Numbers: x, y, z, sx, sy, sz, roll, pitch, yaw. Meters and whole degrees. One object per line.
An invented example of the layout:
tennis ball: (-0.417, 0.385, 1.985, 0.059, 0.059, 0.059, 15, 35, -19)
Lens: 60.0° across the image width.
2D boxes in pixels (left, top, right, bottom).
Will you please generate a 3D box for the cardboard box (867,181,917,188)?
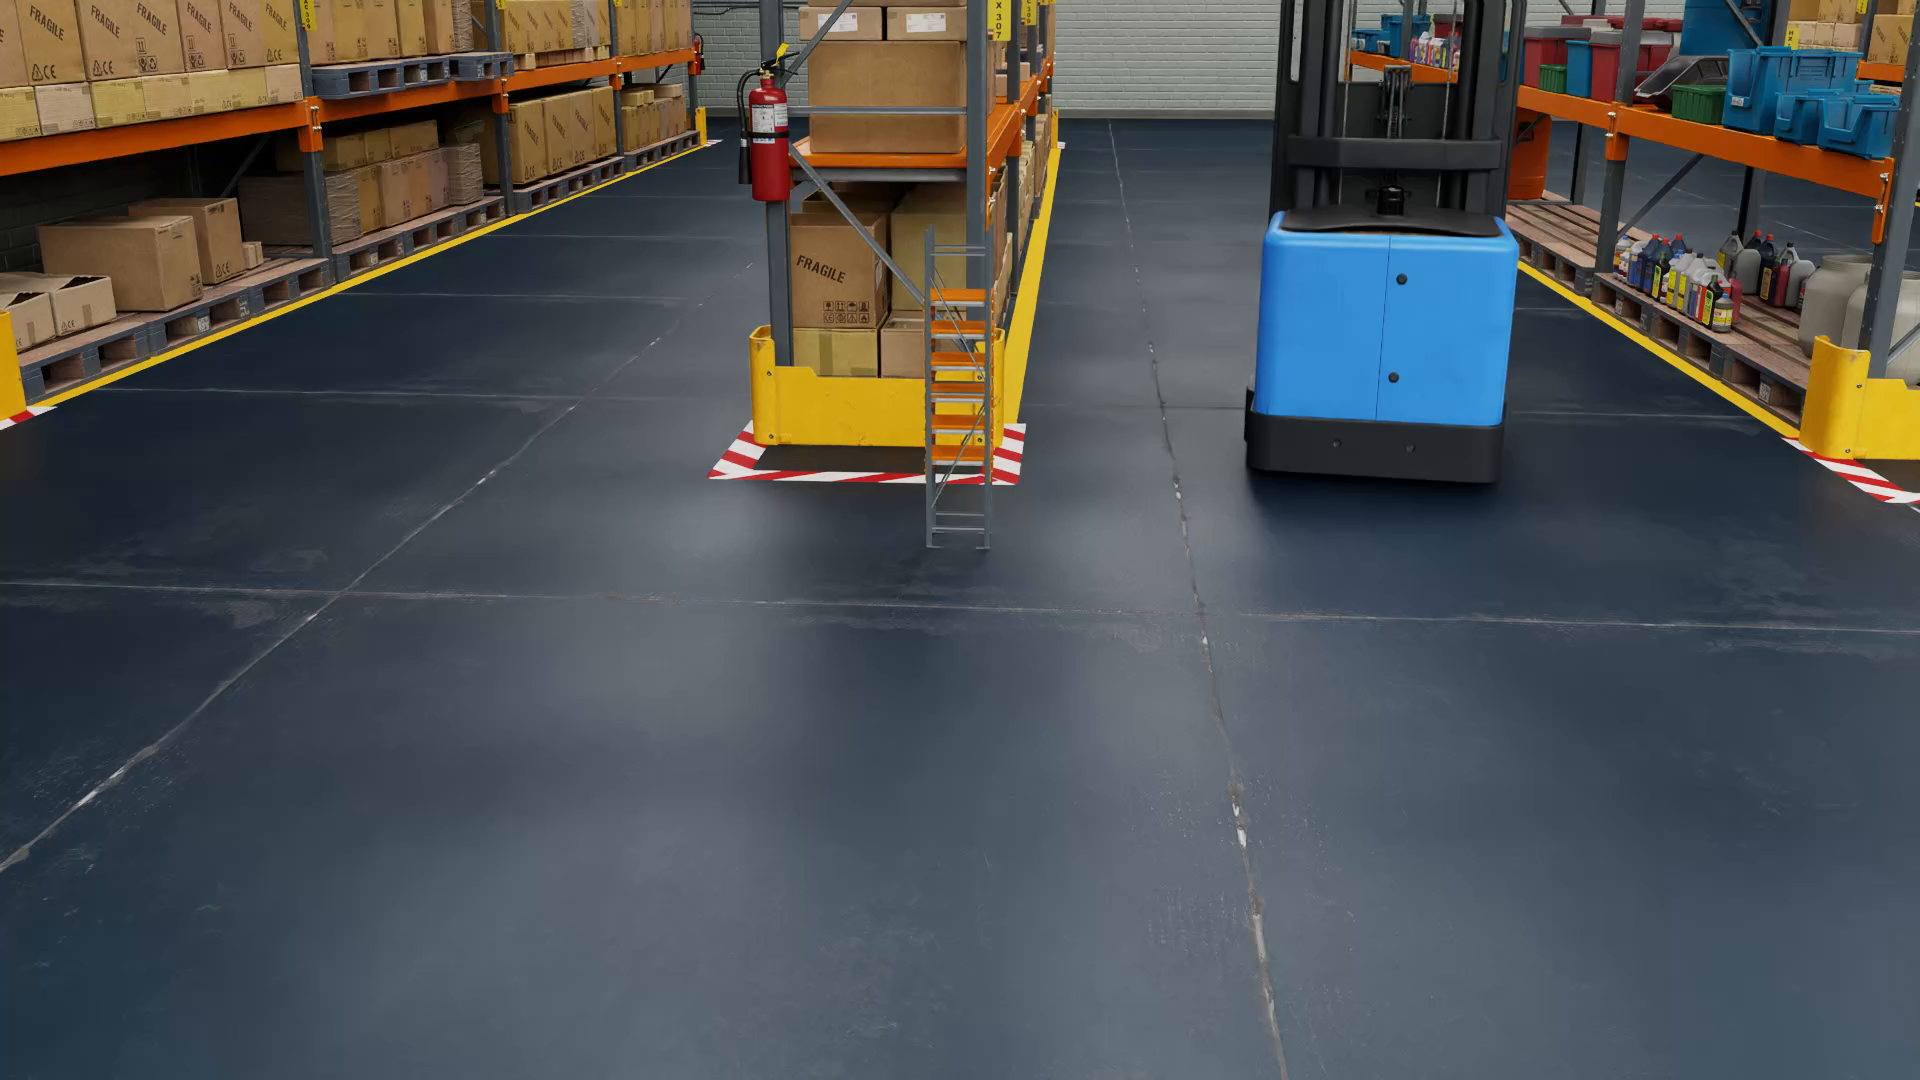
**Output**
cardboard box: (-0.511, -1.965, 10.141, 0.500, 0.500, 0.500, 1, 18, 4)

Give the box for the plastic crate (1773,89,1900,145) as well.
plastic crate: (4.349, -2.103, 8.262, 0.499, 0.251, 0.408, 1, 18, 4)

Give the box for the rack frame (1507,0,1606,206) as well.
rack frame: (5.133, -4.294, 14.711, 1.000, 3.000, 0.127, 1, 18, 4)

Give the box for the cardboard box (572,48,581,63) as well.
cardboard box: (-4.305, -5.220, 17.909, 0.380, 0.149, 0.250, 1, 18, 4)

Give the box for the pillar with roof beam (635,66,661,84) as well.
pillar with roof beam: (-0.550, -10.613, 24.360, 9.100, 9.000, 0.400, 1, 18, 4)

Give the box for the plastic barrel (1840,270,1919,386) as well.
plastic barrel: (4.531, -1.033, 8.080, 0.421, 0.512, 0.421, 0, 18, 0)

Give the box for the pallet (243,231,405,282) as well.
pallet: (-4.981, -2.190, 12.767, 1.003, 0.211, 1.213, 1, 18, 4)

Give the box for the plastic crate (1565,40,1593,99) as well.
plastic crate: (4.615, -3.394, 11.989, 0.392, 0.384, 0.575, 1, 18, 4)

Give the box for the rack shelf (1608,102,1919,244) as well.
rack shelf: (4.703, -2.089, 9.136, 1.077, 0.370, 4.000, 1, 18, 4)

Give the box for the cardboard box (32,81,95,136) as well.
cardboard box: (-4.947, -2.275, 8.758, 0.500, 0.250, 0.500, 1, 18, 2)

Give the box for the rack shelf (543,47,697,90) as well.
rack shelf: (-4.318, -6.037, 21.185, 1.077, 0.370, 4.000, 1, 18, 4)

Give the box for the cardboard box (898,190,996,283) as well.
cardboard box: (-0.063, -1.643, 9.157, 0.500, 0.500, 0.500, 1, 18, 4)

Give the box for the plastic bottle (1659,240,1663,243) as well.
plastic bottle: (4.497, -1.778, 10.687, 0.061, 0.283, 0.133, 1, 18, 4)

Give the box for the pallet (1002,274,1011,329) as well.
pallet: (-0.193, -1.593, 10.944, 1.003, 0.211, 1.213, 1, 18, 4)

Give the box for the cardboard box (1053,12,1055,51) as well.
cardboard box: (0.972, -6.632, 21.684, 0.500, 0.500, 0.500, 1, 18, 4)

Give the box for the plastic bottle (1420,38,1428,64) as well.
plastic bottle: (4.945, -5.191, 17.655, 0.097, 0.271, 0.097, 0, 18, 0)

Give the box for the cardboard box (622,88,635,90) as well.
cardboard box: (-4.405, -5.750, 21.452, 0.380, 0.149, 0.250, 1, 18, 4)

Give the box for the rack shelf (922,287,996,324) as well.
rack shelf: (-0.001, -0.866, 6.124, 0.258, 0.103, 0.180, 1, 18, 4)

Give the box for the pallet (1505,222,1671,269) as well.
pallet: (4.949, -2.352, 13.261, 1.003, 0.211, 1.213, 1, 18, 4)

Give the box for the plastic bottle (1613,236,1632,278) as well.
plastic bottle: (4.386, -1.875, 11.004, 0.097, 0.271, 0.097, 0, 18, 0)

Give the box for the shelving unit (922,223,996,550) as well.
shelving unit: (-0.001, -0.566, 6.222, 0.258, 1.200, 0.189, 1, 18, 4)

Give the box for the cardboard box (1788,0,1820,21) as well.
cardboard box: (10.276, -6.635, 20.415, 0.500, 0.500, 0.500, 1, 18, 2)

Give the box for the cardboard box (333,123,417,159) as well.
cardboard box: (-4.883, -3.333, 13.880, 0.500, 0.250, 0.500, 1, 18, 4)

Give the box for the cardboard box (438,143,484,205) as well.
cardboard box: (-4.748, -3.312, 15.021, 0.700, 0.500, 0.500, 2, 18, 5)

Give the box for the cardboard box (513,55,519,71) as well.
cardboard box: (-4.467, -4.581, 15.957, 0.380, 0.149, 0.250, 2, 18, 5)

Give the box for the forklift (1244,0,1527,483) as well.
forklift: (2.071, -2.049, 7.970, 1.130, 2.935, 3.031, 4, 19, 12)

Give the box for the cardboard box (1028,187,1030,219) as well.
cardboard box: (0.326, -2.814, 13.934, 0.500, 0.250, 0.500, 2, 18, 5)

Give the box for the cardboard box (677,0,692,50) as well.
cardboard box: (-4.201, -6.984, 22.438, 0.980, 0.700, 0.700, 2, 18, 6)

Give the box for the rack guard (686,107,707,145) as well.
rack guard: (-4.173, -5.820, 23.381, 1.175, 0.500, 0.348, 1, 18, 4)

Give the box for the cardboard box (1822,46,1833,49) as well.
cardboard box: (10.092, -5.568, 19.003, 0.380, 0.149, 0.250, 1, 18, 3)

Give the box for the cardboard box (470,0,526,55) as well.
cardboard box: (-4.458, -4.859, 15.764, 0.500, 0.500, 0.500, 2, 18, 6)

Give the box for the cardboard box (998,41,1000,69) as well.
cardboard box: (0.051, -3.769, 12.946, 0.500, 0.500, 0.500, 1, 18, 4)

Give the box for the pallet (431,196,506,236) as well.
pallet: (-4.806, -2.948, 15.080, 1.003, 0.211, 1.213, 1, 18, 4)

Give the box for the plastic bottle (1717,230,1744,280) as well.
plastic bottle: (4.944, -1.799, 10.644, 0.144, 0.351, 0.185, 1, 18, 4)

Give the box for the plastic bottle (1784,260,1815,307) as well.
plastic bottle: (5.035, -1.550, 10.004, 0.152, 0.276, 0.135, 2, 18, 5)

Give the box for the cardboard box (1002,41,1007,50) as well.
cardboard box: (0.126, -4.851, 15.576, 0.700, 0.500, 0.500, -5, 19, -15)

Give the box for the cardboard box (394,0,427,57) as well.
cardboard box: (-4.839, -4.238, 13.673, 0.700, 0.500, 0.500, 1, 18, 4)

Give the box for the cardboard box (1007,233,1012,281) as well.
cardboard box: (0.091, -1.908, 11.169, 0.500, 0.250, 0.500, 1, 18, 4)

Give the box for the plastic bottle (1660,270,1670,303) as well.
plastic bottle: (4.318, -1.544, 10.105, 0.097, 0.201, 0.097, 0, 18, 0)

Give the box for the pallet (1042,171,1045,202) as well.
pallet: (0.374, -3.690, 17.345, 1.003, 0.211, 1.213, 1, 18, 4)

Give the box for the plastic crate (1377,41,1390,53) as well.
plastic crate: (5.245, -5.987, 20.205, 0.293, 0.136, 0.466, 1, 18, 4)

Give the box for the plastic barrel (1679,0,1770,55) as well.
plastic barrel: (5.176, -3.403, 11.187, 0.600, 0.901, 0.708, 1, 18, 4)

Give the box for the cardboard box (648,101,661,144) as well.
cardboard box: (-4.227, -5.315, 21.165, 0.700, 0.500, 0.500, 2, 18, 5)

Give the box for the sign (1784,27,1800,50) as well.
sign: (5.394, -3.168, 10.829, 0.100, 0.325, 0.005, 1, 18, 4)

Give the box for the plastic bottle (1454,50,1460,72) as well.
plastic bottle: (4.822, -4.624, 16.035, 0.097, 0.201, 0.097, 0, 18, 0)

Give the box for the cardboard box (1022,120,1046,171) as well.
cardboard box: (0.650, -4.201, 17.734, 0.500, 0.500, 0.500, 2, 18, 5)

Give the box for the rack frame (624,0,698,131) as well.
rack frame: (-4.175, -7.000, 22.969, 1.000, 3.000, 0.127, 1, 18, 4)

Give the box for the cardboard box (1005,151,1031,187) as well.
cardboard box: (0.331, -3.079, 13.843, 0.500, 0.311, 0.500, 1, 18, 4)

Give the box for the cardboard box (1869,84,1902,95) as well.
cardboard box: (10.334, -4.417, 17.823, 1.225, 0.875, 0.875, 1, 18, 4)

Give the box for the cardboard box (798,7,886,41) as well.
cardboard box: (-0.543, -2.400, 7.728, 0.380, 0.149, 0.250, 1, 18, 3)

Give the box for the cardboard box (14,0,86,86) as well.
cardboard box: (-4.942, -2.620, 8.607, 0.500, 0.500, 0.500, 1, 18, 4)
